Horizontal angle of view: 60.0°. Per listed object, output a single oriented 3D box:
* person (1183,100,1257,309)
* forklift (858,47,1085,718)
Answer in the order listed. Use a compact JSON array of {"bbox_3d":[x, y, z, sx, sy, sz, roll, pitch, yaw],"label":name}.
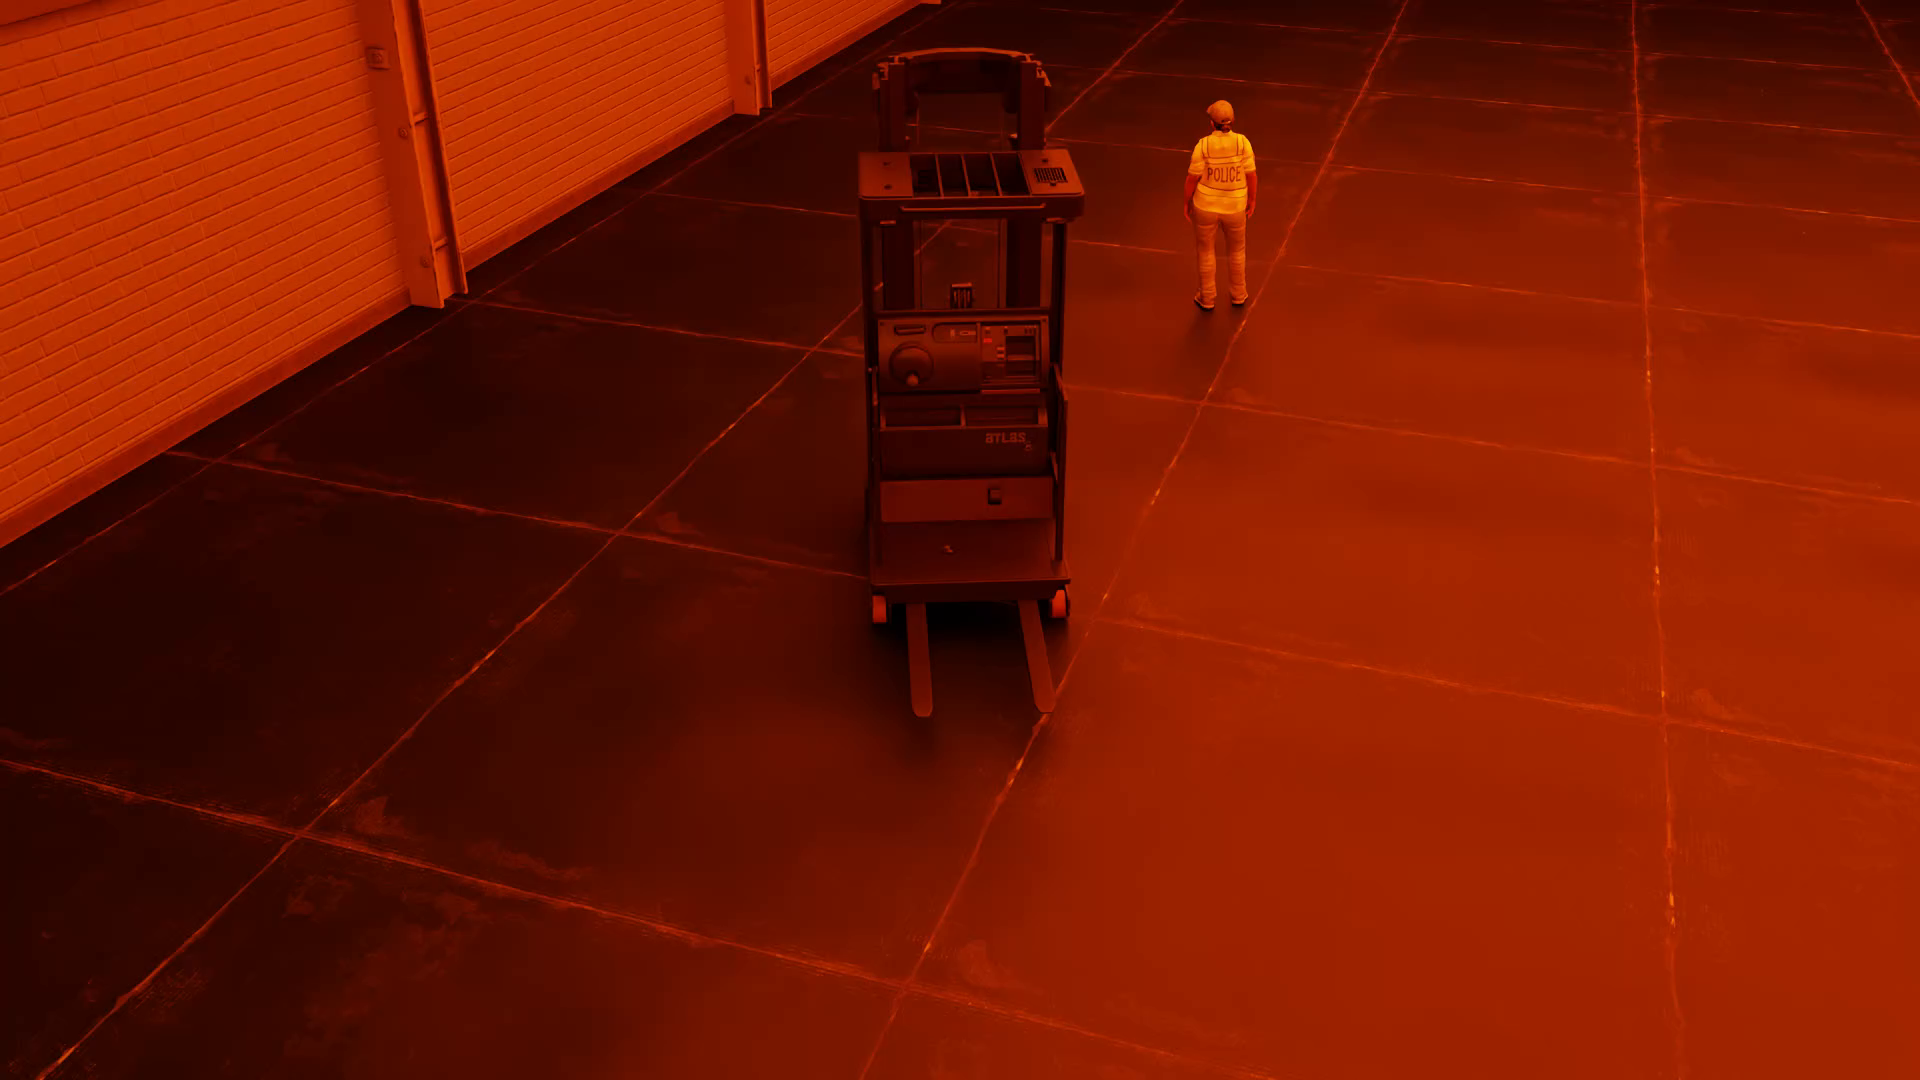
[{"bbox_3d":[2.039,-2.630,13.012,0.598,1.670,0.529,1,30,2],"label":"person"},{"bbox_3d":[0.035,-0.972,8.842,1.130,2.935,3.031,-2,30,-3],"label":"forklift"}]
